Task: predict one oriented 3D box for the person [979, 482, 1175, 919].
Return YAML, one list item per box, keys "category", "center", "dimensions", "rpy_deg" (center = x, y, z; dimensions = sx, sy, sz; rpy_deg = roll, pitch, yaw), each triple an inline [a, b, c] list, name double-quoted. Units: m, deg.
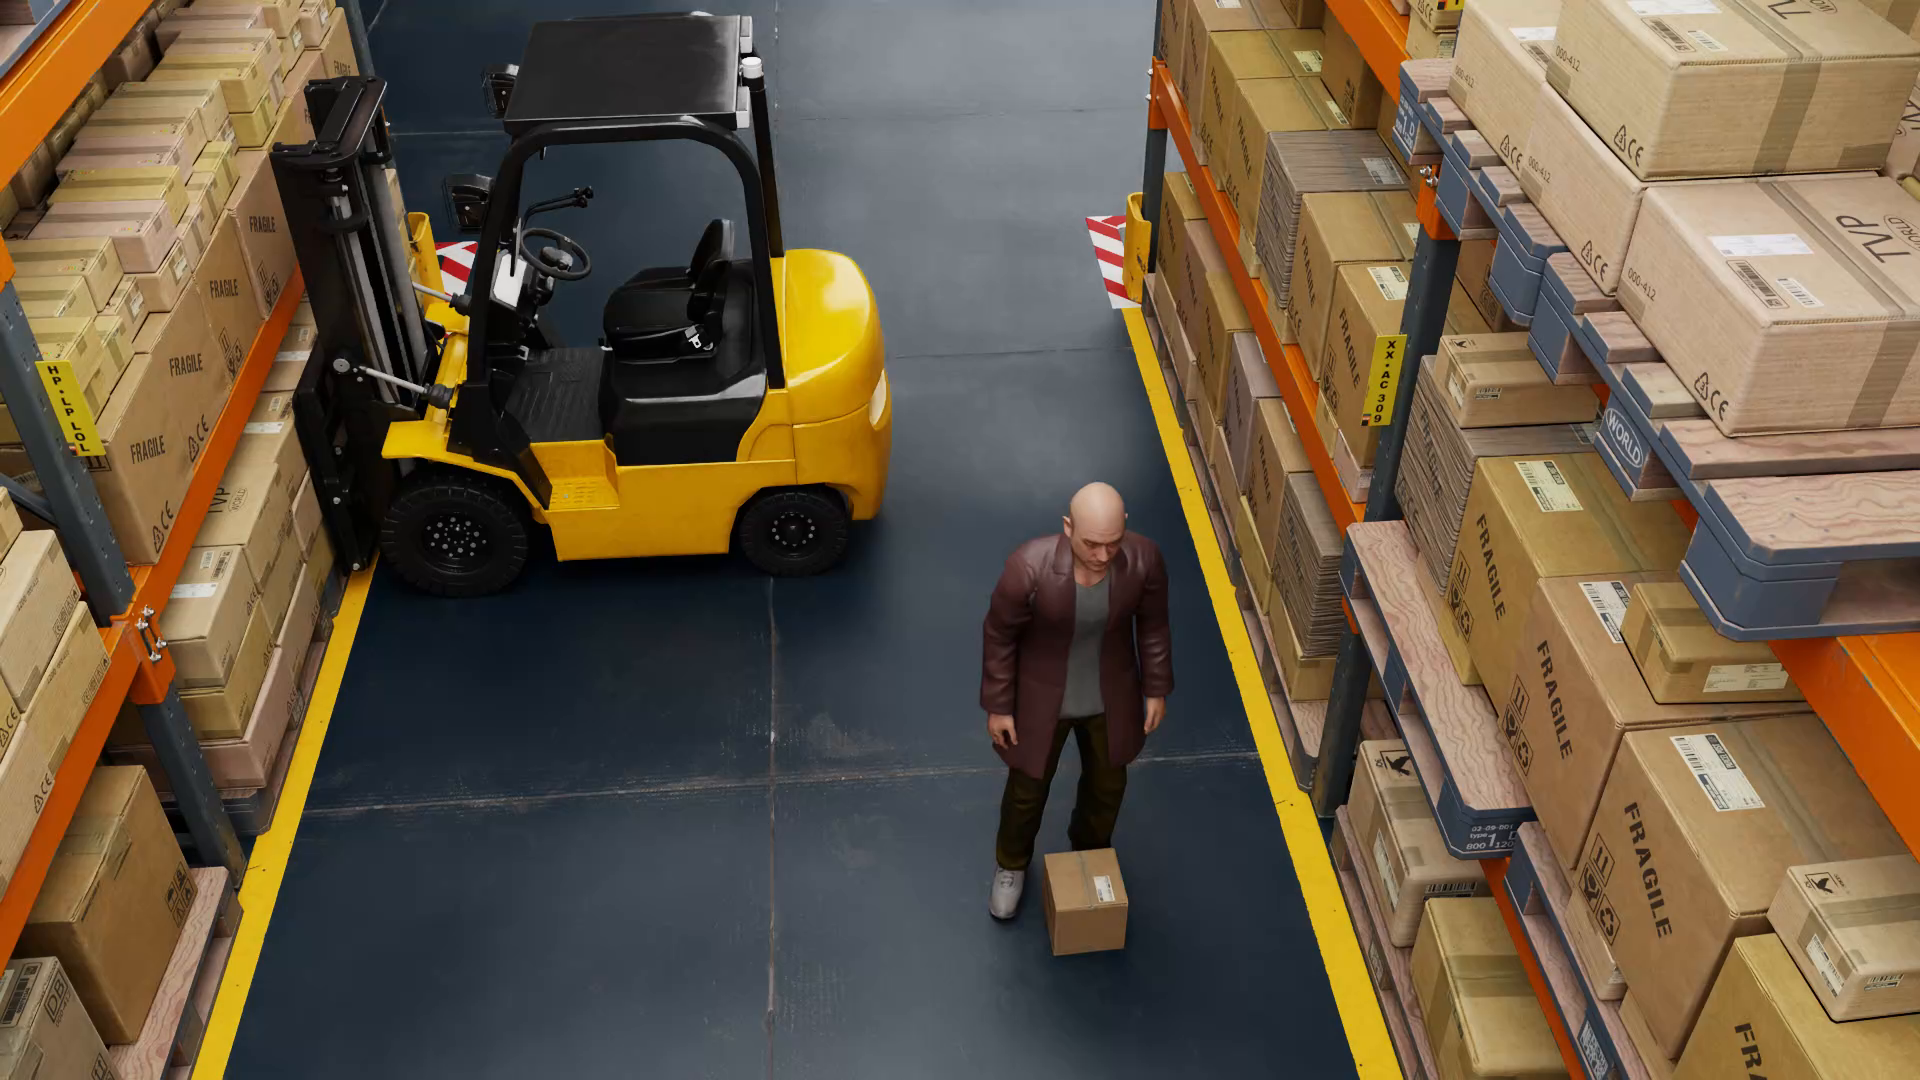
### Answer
- category: "person"
  center: [0.386, 0.519, 5.515]
  dimensions: [0.656, 1.774, 0.421]
  rpy_deg: [-5, 39, -7]
